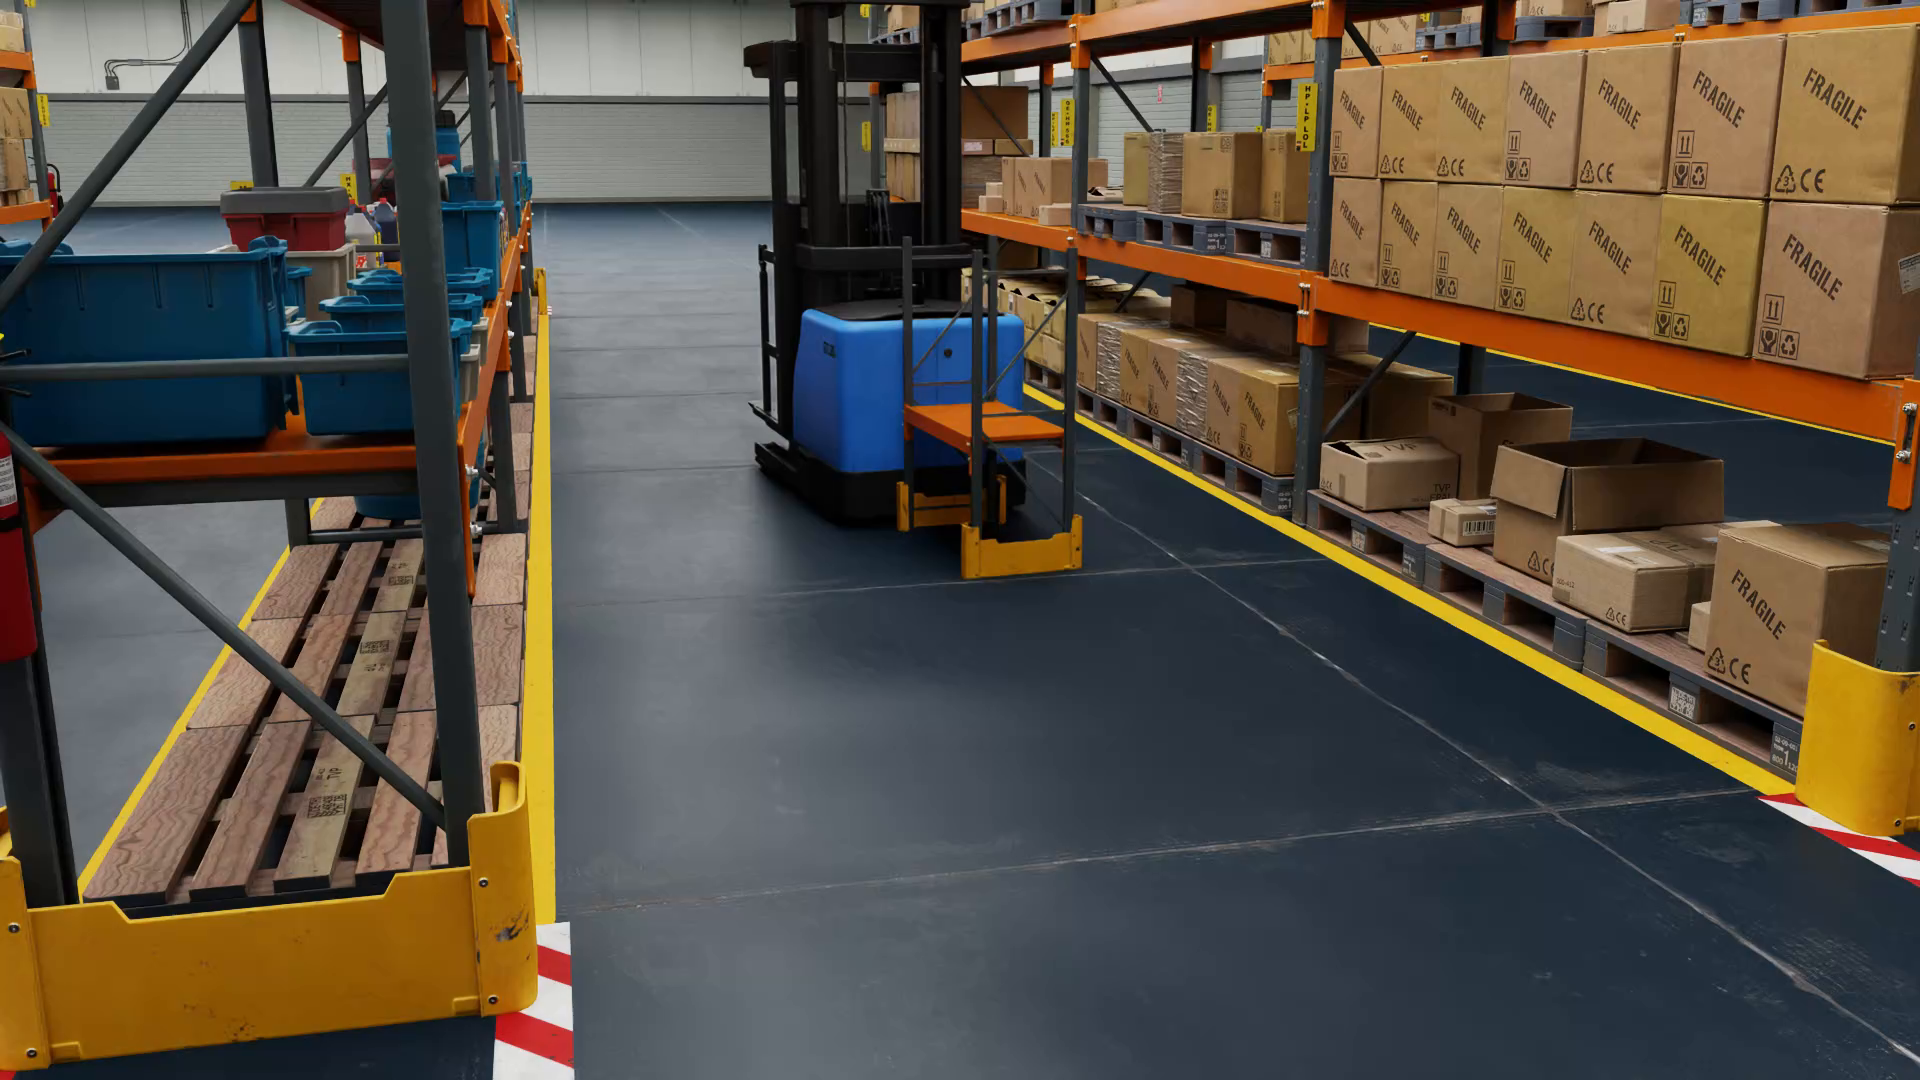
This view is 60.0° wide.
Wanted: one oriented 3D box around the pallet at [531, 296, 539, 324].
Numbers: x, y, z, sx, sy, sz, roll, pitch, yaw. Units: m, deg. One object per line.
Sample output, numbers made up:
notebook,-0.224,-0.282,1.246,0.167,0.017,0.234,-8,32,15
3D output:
pallet,-5.130,-2.498,18.206,1.003,0.211,1.213,-3,14,-13

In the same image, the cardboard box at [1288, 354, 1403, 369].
cardboard box,2.242,-0.809,9.758,0.500,0.500,0.500,-3,14,-12

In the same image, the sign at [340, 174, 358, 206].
sign,-4.033,-2.256,10.999,0.100,0.325,0.005,-3,14,-13

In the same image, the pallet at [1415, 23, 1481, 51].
pallet,5.232,-4.902,16.247,1.213,0.211,1.003,-3,14,-13

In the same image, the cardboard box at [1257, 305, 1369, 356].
cardboard box,2.144,-1.282,10.112,0.500,0.250,0.500,-3,14,-13

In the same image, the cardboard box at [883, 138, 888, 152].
cardboard box,-0.680,-4.591,19.323,0.380,0.149,0.250,-3,14,-14

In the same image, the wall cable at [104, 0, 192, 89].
wall cable,-22.583,-15.504,45.761,2.305,6.003,0.169,-3,14,-13

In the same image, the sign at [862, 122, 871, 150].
sign,-1.104,-4.760,19.598,0.100,0.325,0.005,-3,14,-13

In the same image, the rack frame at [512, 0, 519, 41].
rack frame,-5.379,-6.969,17.992,1.000,3.000,0.127,-3,14,-13

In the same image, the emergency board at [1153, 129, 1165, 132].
emergency board,3.304,-6.450,28.509,0.194,1.169,0.643,-3,14,-13

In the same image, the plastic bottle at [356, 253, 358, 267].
plastic bottle,-2.850,-1.274,7.741,0.097,0.201,0.097,0,14,0

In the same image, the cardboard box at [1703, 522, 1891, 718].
cardboard box,2.827,0.250,5.425,0.500,0.500,0.500,-3,14,-13

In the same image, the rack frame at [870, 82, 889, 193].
rack frame,-0.563,-4.330,19.831,1.000,3.000,0.127,-3,14,-13

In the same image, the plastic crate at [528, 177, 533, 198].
plastic crate,-4.970,-3.884,18.318,0.499,0.251,0.616,-3,14,-13

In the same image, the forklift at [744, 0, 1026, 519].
forklift,-0.618,-1.839,9.781,1.130,2.935,3.031,-5,15,-19

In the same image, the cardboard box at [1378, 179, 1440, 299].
cardboard box,2.233,-1.360,7.462,0.500,0.500,0.500,-3,14,-12

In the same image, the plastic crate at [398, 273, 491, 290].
plastic crate,-2.037,-0.939,6.403,0.437,0.125,0.590,-3,14,-13

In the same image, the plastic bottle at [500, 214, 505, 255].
plastic bottle,-2.722,-1.820,9.800,0.061,0.283,0.133,-3,14,-13

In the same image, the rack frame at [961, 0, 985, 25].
rack frame,0.376,-6.322,15.342,1.000,3.000,0.127,-3,14,-13

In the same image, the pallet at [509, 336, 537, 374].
pallet,-4.217,-1.599,14.526,1.003,0.211,1.213,-3,14,-13

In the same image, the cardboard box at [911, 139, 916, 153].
cardboard box,-0.320,-4.237,17.871,0.380,0.149,0.250,-3,14,-13

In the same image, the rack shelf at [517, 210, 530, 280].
rack shelf,-3.970,-2.321,13.124,1.077,0.370,4.000,-3,14,-13

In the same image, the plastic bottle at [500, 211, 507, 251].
plastic bottle,-2.835,-1.907,10.182,0.097,0.271,0.097,0,14,0

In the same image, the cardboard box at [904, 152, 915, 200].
cardboard box,-0.227,-4.035,18.410,0.700,0.500,0.500,-3,14,-13

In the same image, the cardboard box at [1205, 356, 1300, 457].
cardboard box,1.753,-0.774,9.614,0.500,0.500,0.500,-3,14,-13

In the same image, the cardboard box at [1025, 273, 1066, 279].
cardboard box,0.878,-2.351,15.457,0.500,0.311,0.500,-3,14,-12

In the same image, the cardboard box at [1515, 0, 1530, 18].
cardboard box,5.386,-5.030,15.676,0.500,0.311,0.500,-3,14,-11

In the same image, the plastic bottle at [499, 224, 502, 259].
plastic bottle,-2.594,-1.670,9.214,0.097,0.271,0.097,0,14,0

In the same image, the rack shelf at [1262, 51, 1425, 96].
rack shelf,4.721,-5.254,18.806,1.077,0.370,4.000,-3,14,-13

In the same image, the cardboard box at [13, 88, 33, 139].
cardboard box,-9.824,-4.345,16.946,0.500,0.500,0.500,-3,14,-13

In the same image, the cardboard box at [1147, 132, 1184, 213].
cardboard box,1.602,-2.377,10.739,0.700,0.500,0.500,-1,14,-3

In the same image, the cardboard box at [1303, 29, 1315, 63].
cardboard box,4.304,-5.786,19.217,0.500,0.500,0.500,-3,14,-11

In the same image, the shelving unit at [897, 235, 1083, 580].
shelving unit,0.125,-0.687,8.080,0.587,1.500,1.083,-5,15,-19

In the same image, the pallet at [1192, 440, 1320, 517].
pallet,2.027,-0.393,9.590,1.003,0.211,1.213,-3,14,-13

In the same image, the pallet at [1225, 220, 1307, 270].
pallet,2.174,-1.659,9.302,1.003,0.211,1.213,-3,14,-13

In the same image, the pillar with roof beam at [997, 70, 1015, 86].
pillar with roof beam,-3.156,-11.321,35.804,9.100,9.000,0.400,-3,14,-13

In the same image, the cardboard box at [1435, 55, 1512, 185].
cardboard box,2.334,-1.734,6.888,0.500,0.500,0.500,-4,14,-15

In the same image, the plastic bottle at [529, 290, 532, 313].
plastic bottle,-4.413,-2.453,16.802,0.144,0.351,0.185,-3,14,-11

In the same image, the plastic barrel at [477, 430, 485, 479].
plastic barrel,-2.838,-0.761,8.759,0.600,0.901,0.708,-3,14,-13

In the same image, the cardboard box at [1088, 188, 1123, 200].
cardboard box,1.273,-2.528,12.641,0.500,0.311,0.500,-2,14,-10

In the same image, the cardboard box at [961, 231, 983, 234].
cardboard box,0.217,-3.110,18.167,0.500,0.500,0.500,-3,14,-13

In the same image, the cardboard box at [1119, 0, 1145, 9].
cardboard box,1.571,-3.774,11.023,0.910,0.500,0.500,-3,14,-13

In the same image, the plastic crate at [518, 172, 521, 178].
plastic crate,-3.878,-2.887,13.959,0.392,0.384,0.575,-3,14,-13

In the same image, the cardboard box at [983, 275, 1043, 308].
cardboard box,0.466,-2.204,14.855,0.500,0.311,0.500,-4,14,-15

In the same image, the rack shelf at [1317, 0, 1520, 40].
rack shelf,2.725,-2.208,6.341,1.077,0.370,4.000,-3,14,-13

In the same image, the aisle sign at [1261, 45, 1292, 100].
aisle sign,3.943,-5.870,20.656,0.394,0.787,0.004,-3,14,-13

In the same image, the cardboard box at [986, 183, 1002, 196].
cardboard box,0.534,-3.223,15.617,0.500,0.250,0.500,-2,14,-10

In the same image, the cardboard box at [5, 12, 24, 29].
cardboard box,-9.825,-5.310,16.998,0.380,0.149,0.250,-3,14,-13

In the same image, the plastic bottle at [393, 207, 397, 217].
plastic bottle,-3.565,-2.040,10.718,0.152,0.276,0.135,-3,14,-13

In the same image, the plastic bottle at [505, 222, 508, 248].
plastic bottle,-2.904,-1.940,10.466,0.097,0.201,0.097,0,14,0

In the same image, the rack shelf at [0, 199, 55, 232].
rack shelf,-9.724,-2.968,15.771,1.077,0.370,4.000,-3,14,-13

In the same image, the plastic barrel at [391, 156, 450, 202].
plastic barrel,-4.154,-2.696,12.857,0.433,0.535,0.433,0,14,0

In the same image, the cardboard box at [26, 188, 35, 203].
cardboard box,-9.926,-3.603,17.382,0.380,0.149,0.250,-3,14,-13

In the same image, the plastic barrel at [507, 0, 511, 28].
plastic barrel,-3.802,-4.426,12.846,0.600,0.901,0.708,-3,14,-13

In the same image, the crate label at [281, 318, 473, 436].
crate label,-1.359,-0.387,3.917,0.416,0.233,0.303,-3,14,-13

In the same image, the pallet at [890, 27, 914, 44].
pallet,-0.132,-5.298,17.658,1.003,0.211,1.213,-3,14,-13

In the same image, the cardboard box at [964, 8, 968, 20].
cardboard box,0.112,-5.574,17.203,0.797,0.503,0.637,-2,14,-7
